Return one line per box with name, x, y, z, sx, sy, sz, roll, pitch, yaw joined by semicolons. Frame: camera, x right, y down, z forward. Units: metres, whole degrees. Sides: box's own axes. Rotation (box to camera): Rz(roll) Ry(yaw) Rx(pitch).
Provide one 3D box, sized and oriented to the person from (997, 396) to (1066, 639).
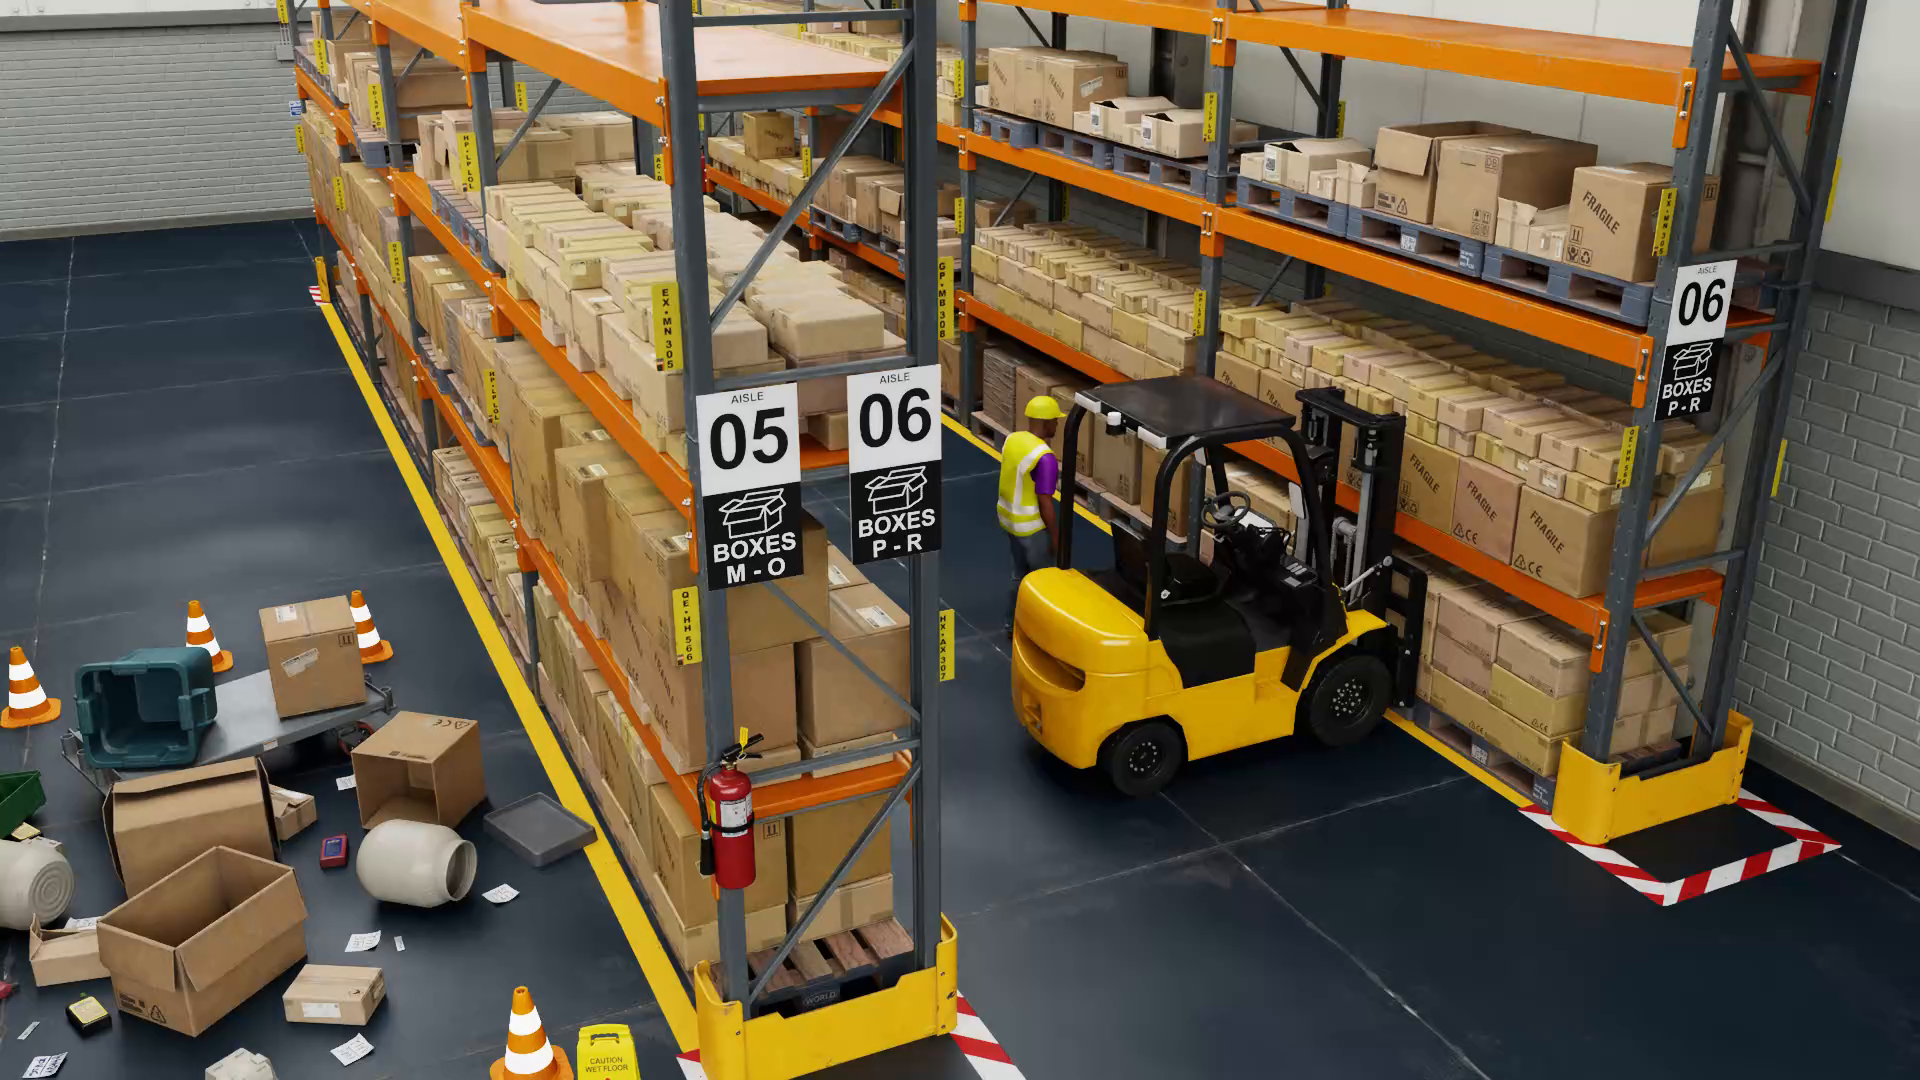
person;0.502;-0.119;11.292;0.457;1.761;0.626;-10;24;-24
